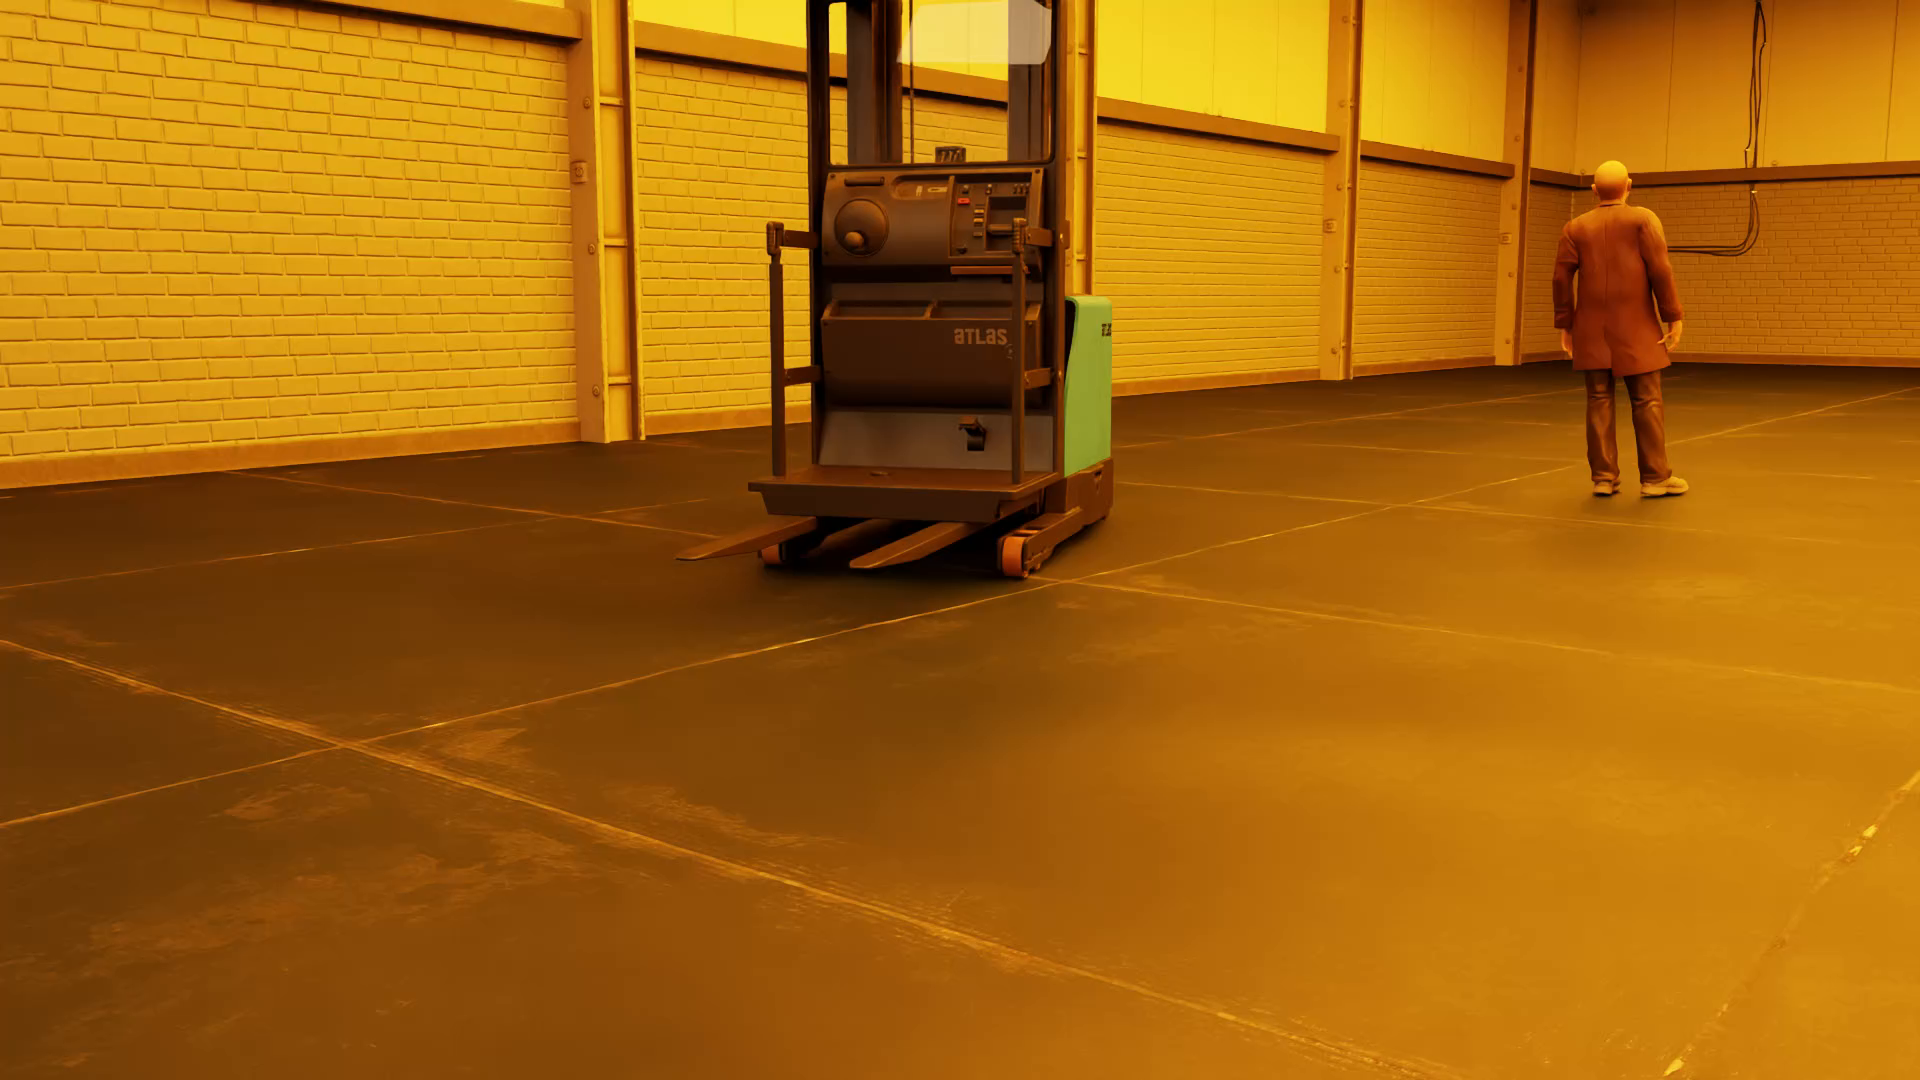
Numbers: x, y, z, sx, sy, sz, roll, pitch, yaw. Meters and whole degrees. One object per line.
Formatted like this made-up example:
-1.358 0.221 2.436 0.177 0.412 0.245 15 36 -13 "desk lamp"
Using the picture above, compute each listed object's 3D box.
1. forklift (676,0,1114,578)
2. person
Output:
-0.176 -1.366 6.616 1.130 2.935 3.031 3 9 17 "forklift"
3.590 -1.141 9.014 0.694 1.775 0.582 7 11 41 "person"
